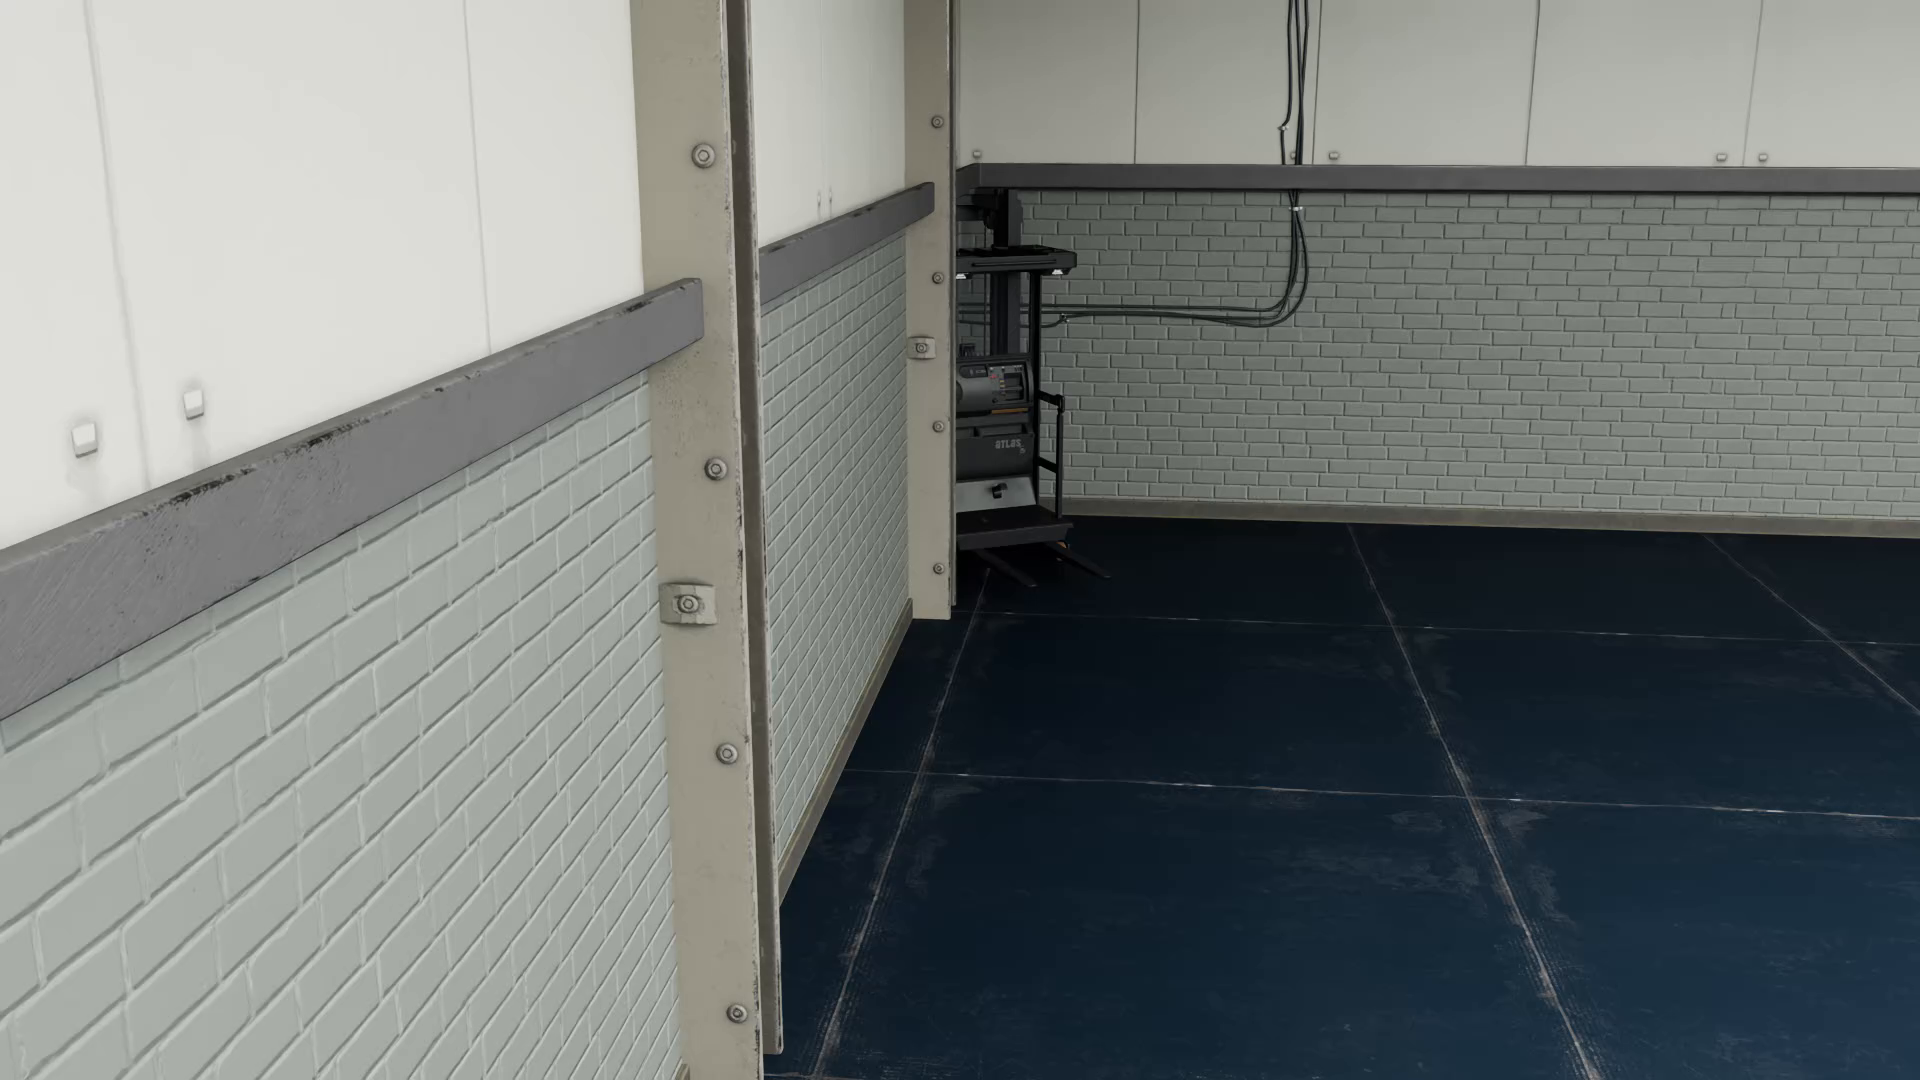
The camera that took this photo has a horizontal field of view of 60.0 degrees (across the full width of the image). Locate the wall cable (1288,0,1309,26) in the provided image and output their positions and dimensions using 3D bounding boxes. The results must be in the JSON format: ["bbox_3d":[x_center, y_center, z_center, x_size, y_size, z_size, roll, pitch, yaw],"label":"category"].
[{"bbox_3d":[4.130,-5.409,13.200,3.097,2.526,0.112,2,15,6],"label":"wall cable"}]

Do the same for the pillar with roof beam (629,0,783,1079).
[{"bbox_3d":[3.396,-2.142,4.843,9.100,9.000,0.400,2,15,6],"label":"pillar with roof beam"}]

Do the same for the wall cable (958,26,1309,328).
[{"bbox_3d":[1.442,-3.051,14.154,3.097,2.526,0.112,2,15,6],"label":"wall cable"}]

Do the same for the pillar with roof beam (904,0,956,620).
[{"bbox_3d":[4.073,-3.698,10.598,9.100,9.000,0.400,2,15,6],"label":"pillar with roof beam"}]

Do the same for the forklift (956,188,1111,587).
[{"bbox_3d":[0.237,-1.264,13.220,1.130,2.935,3.031,-6,16,-22],"label":"forklift"}]
